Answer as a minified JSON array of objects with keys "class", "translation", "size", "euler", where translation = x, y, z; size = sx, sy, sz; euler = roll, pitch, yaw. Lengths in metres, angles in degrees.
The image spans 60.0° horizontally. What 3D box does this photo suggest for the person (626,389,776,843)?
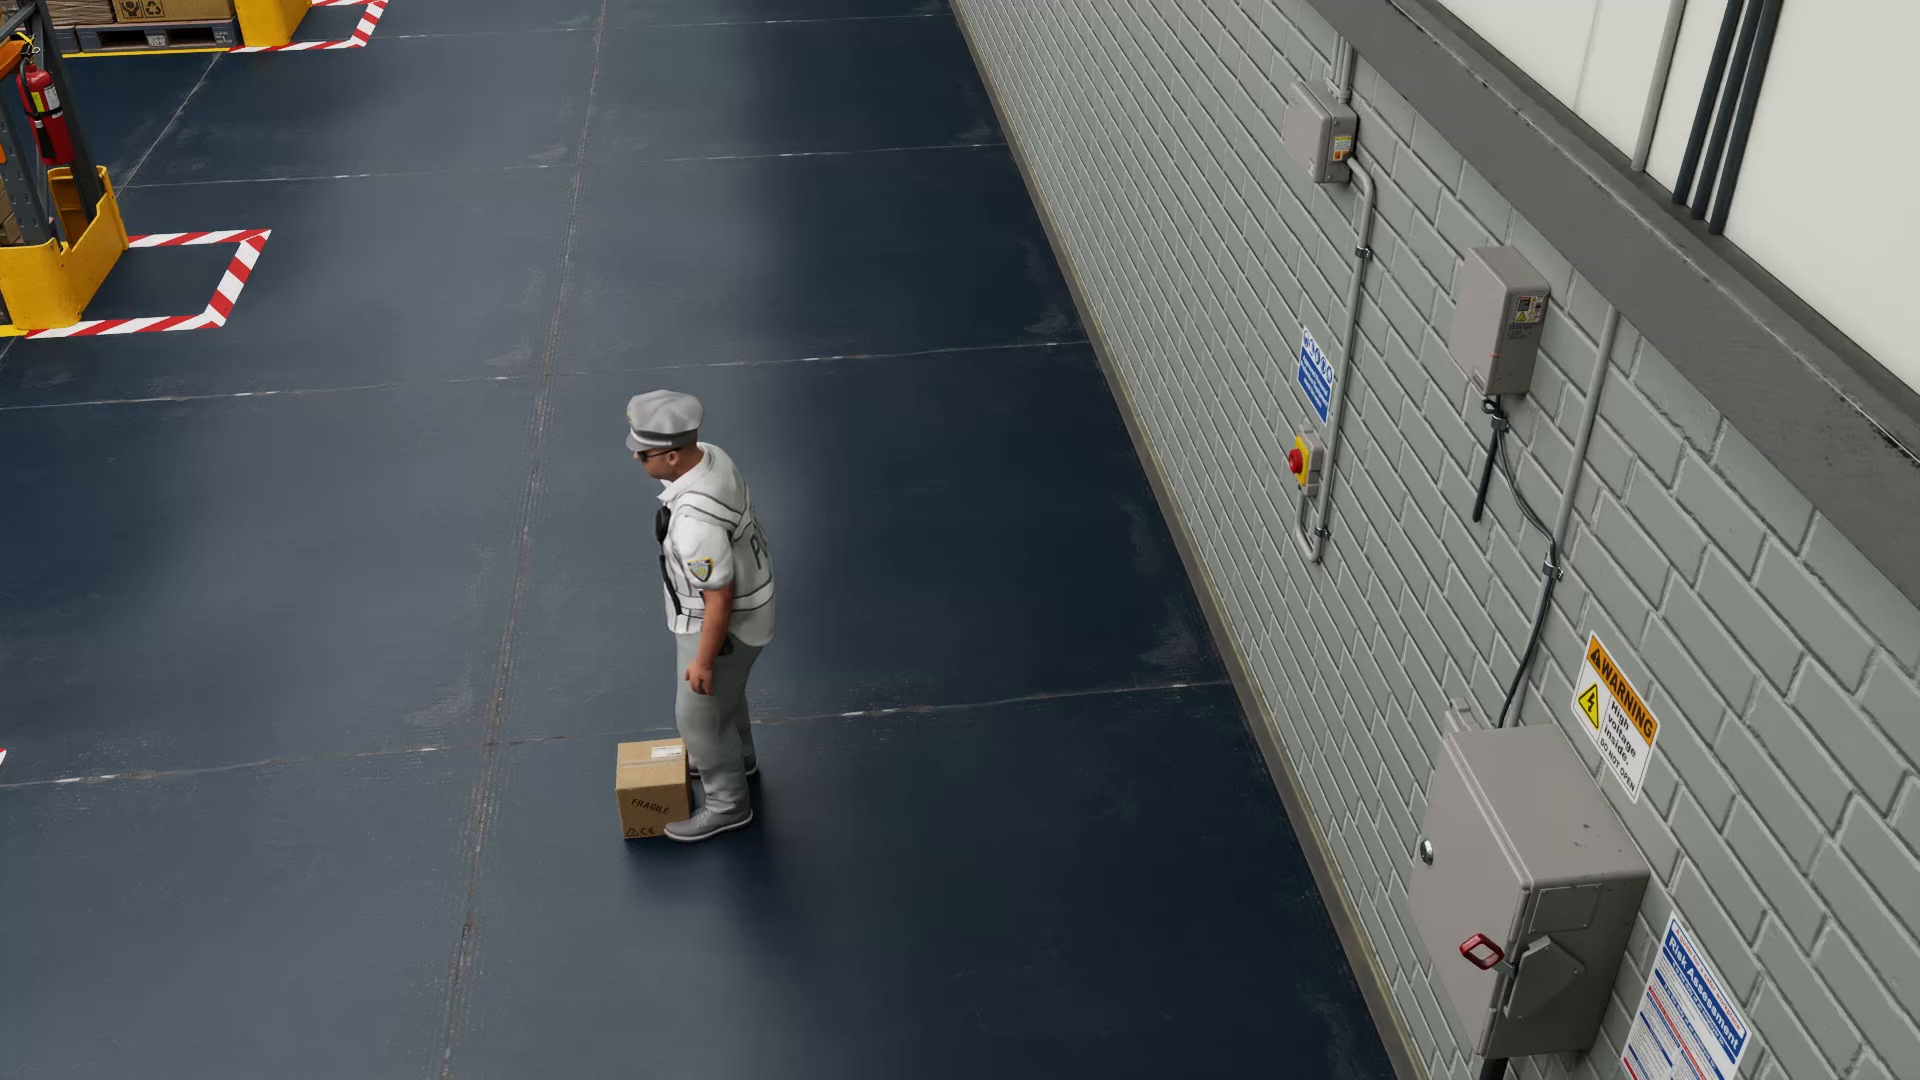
[{"class":"person","translation":[-0.870,0.270,5.746],"size":[0.472,1.747,0.585],"euler":[-5,35,-7]}]
